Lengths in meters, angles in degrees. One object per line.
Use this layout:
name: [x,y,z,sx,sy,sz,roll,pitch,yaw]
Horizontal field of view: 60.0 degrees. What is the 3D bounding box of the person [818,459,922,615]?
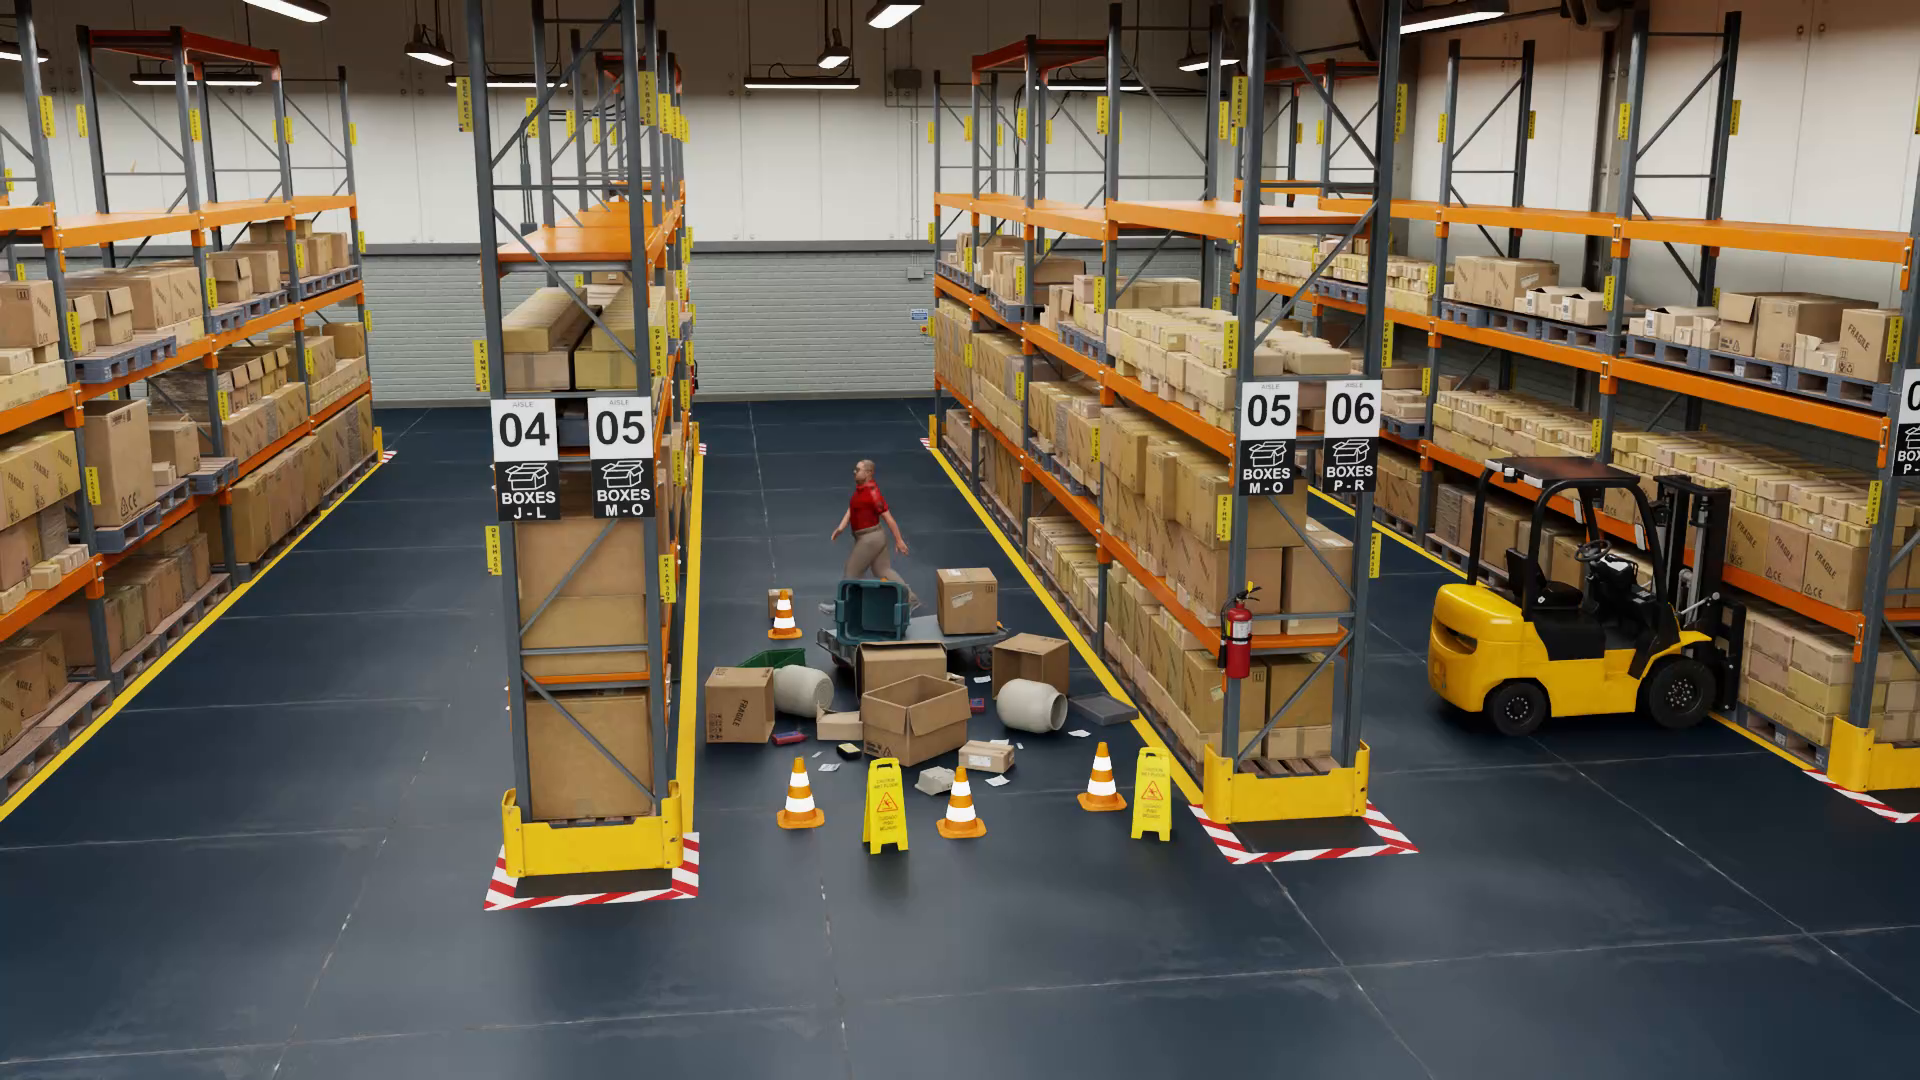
person: [-0.935,-0.004,17.098,1.075,1.665,0.525,0,13,-1]
